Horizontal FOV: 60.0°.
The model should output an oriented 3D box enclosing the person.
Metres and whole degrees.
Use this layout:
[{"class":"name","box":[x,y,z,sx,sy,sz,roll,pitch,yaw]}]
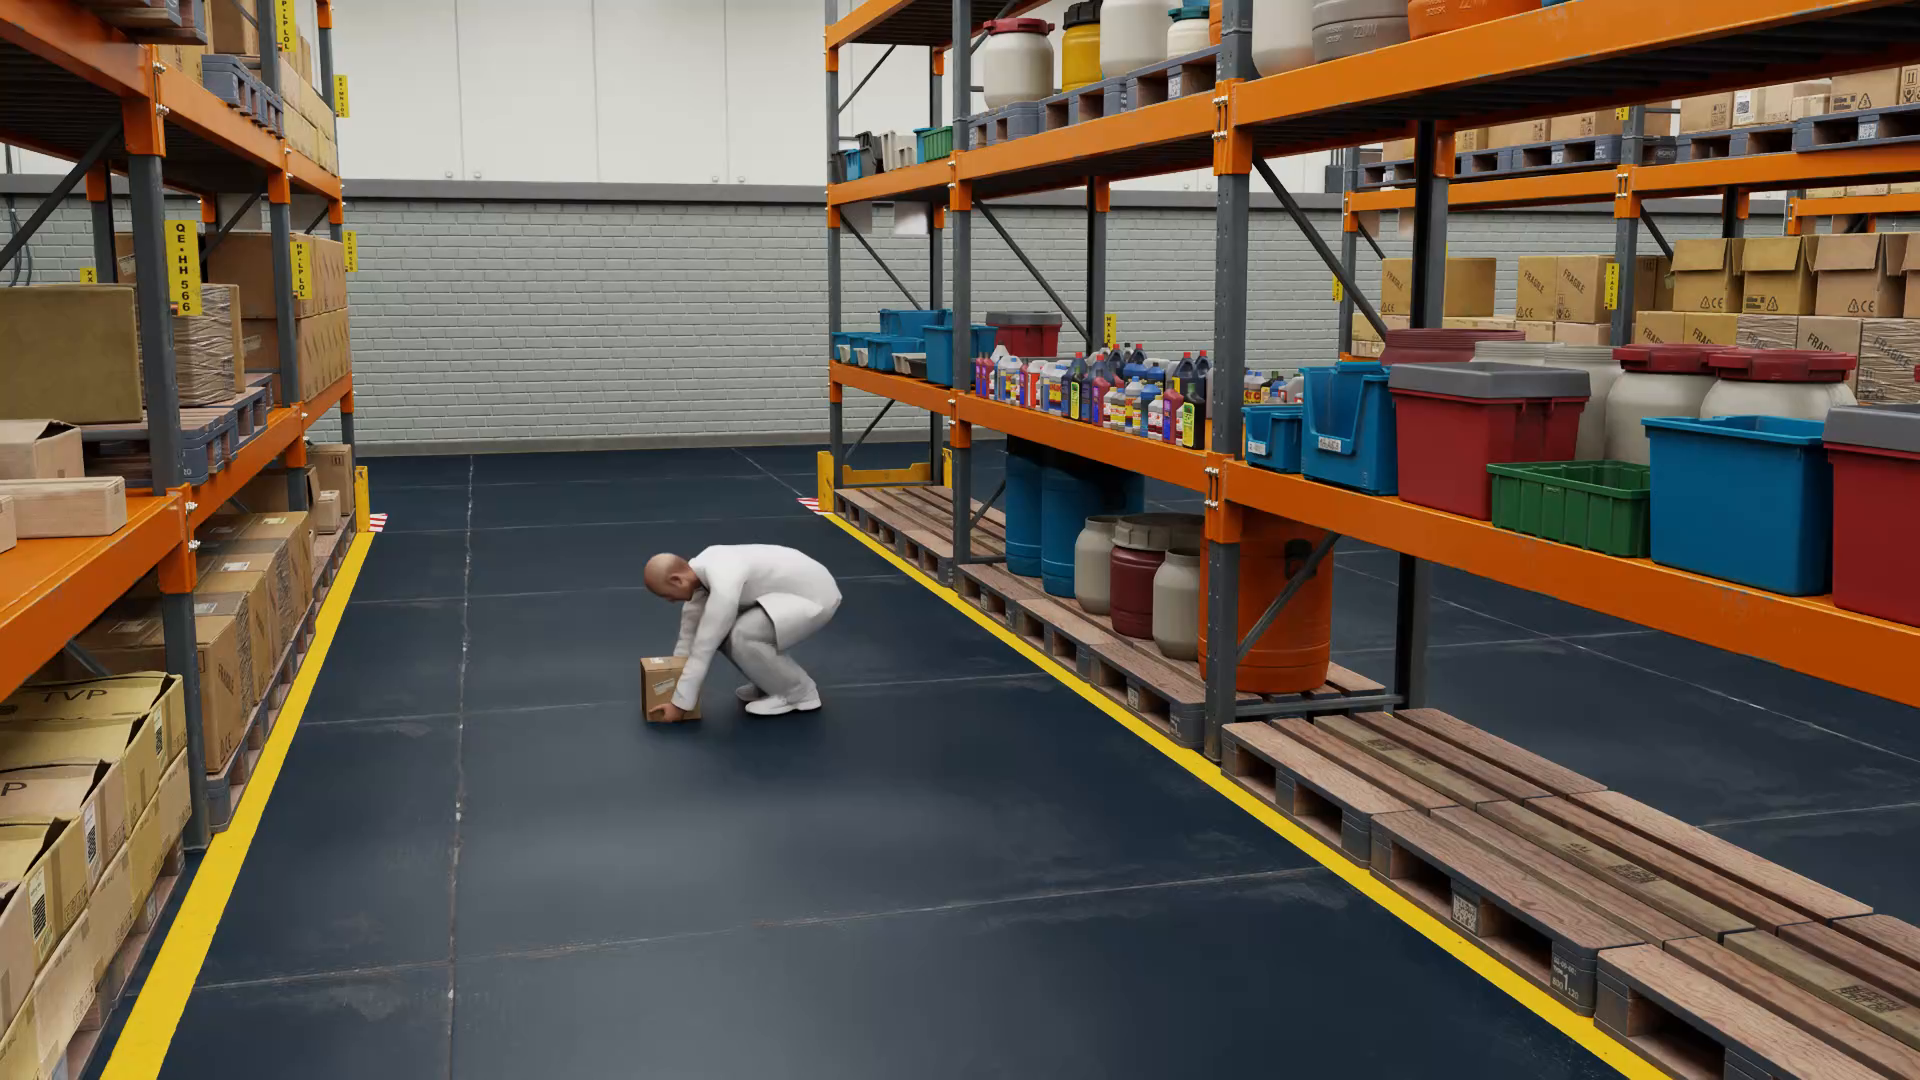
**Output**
[{"class":"person","box":[-1.031,0.428,7.928,0.946,0.810,0.577,-3,10,-17]}]
